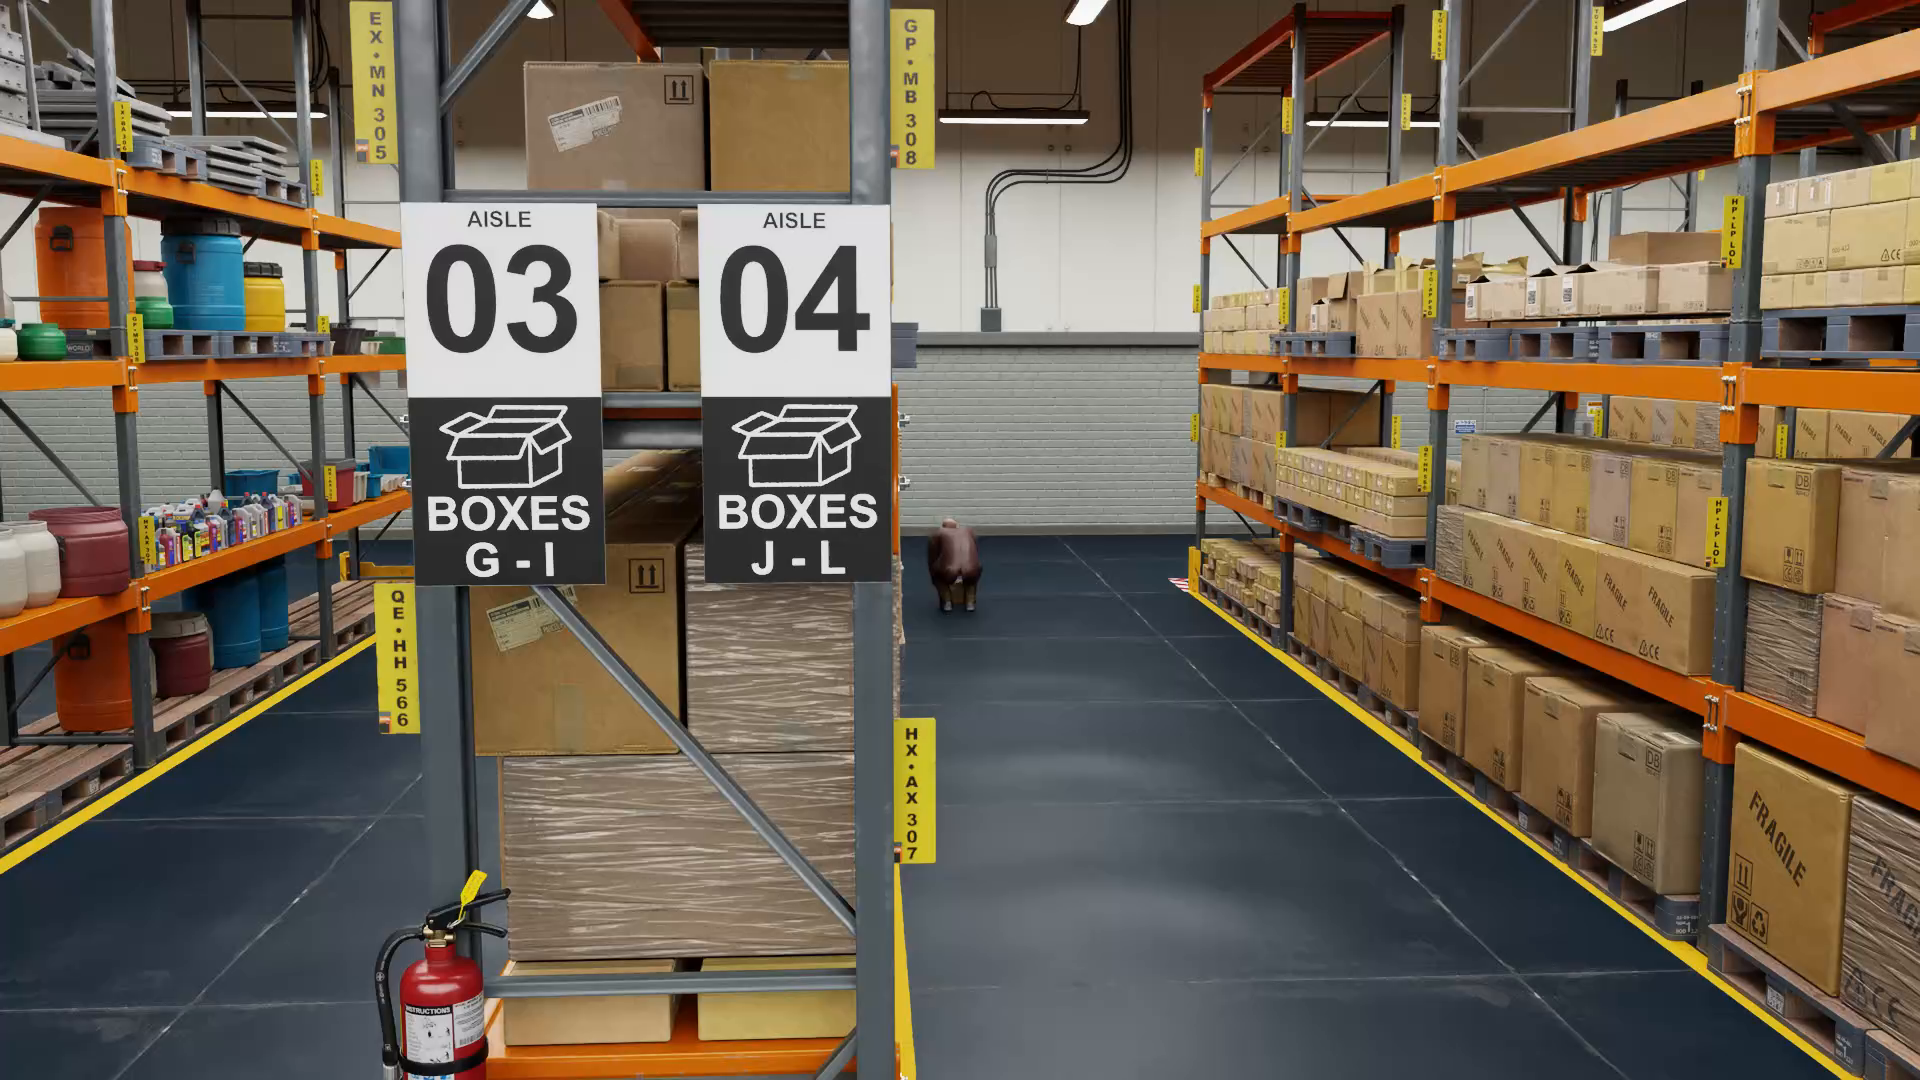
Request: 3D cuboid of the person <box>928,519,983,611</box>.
[{"bbox_3d":[-0.051,0.285,18.472,0.609,0.939,0.913,0,7,-4],"label":"person"}]
